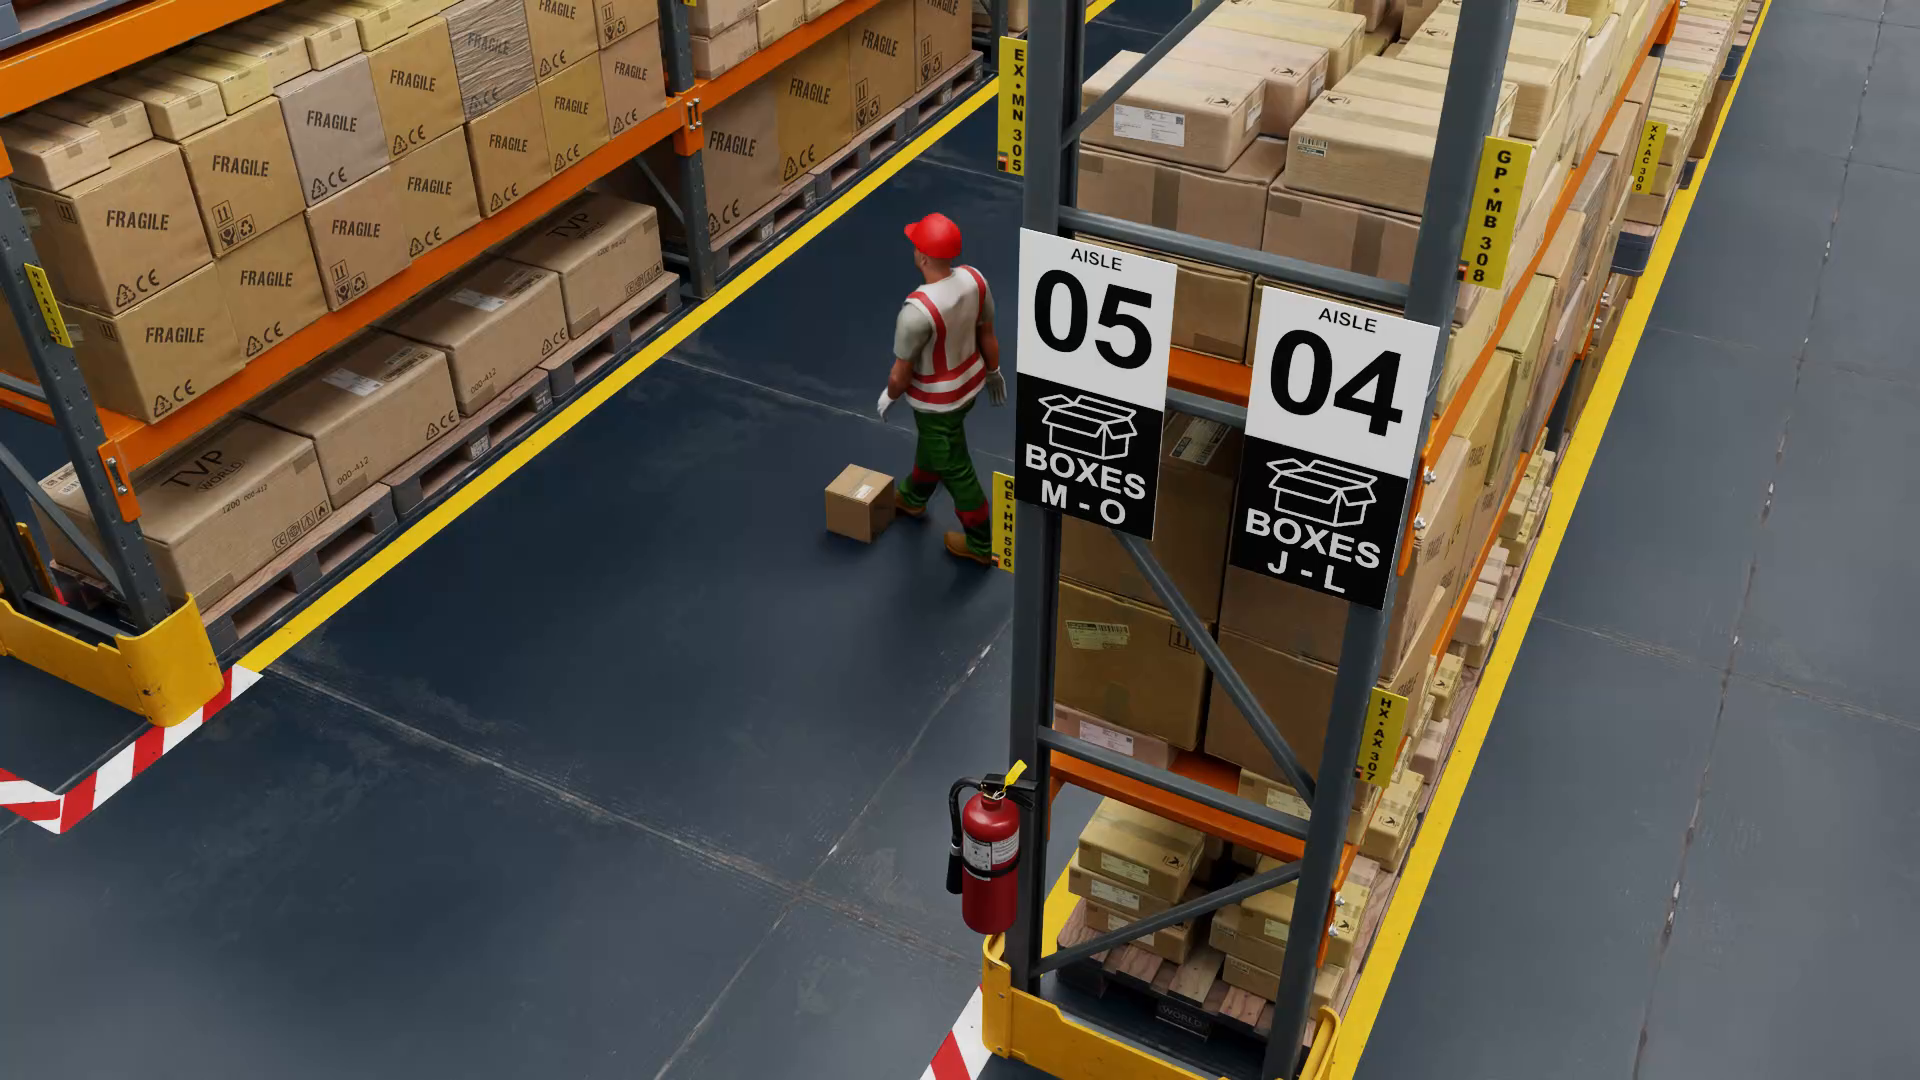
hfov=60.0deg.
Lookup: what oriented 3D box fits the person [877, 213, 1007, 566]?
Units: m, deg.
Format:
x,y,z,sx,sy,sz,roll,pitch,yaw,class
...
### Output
x,y,z,sx,sy,sz,roll,pitch,yaw,class
-0.164,-0.711,7.621,0.795,1.768,0.587,23,43,27,person
